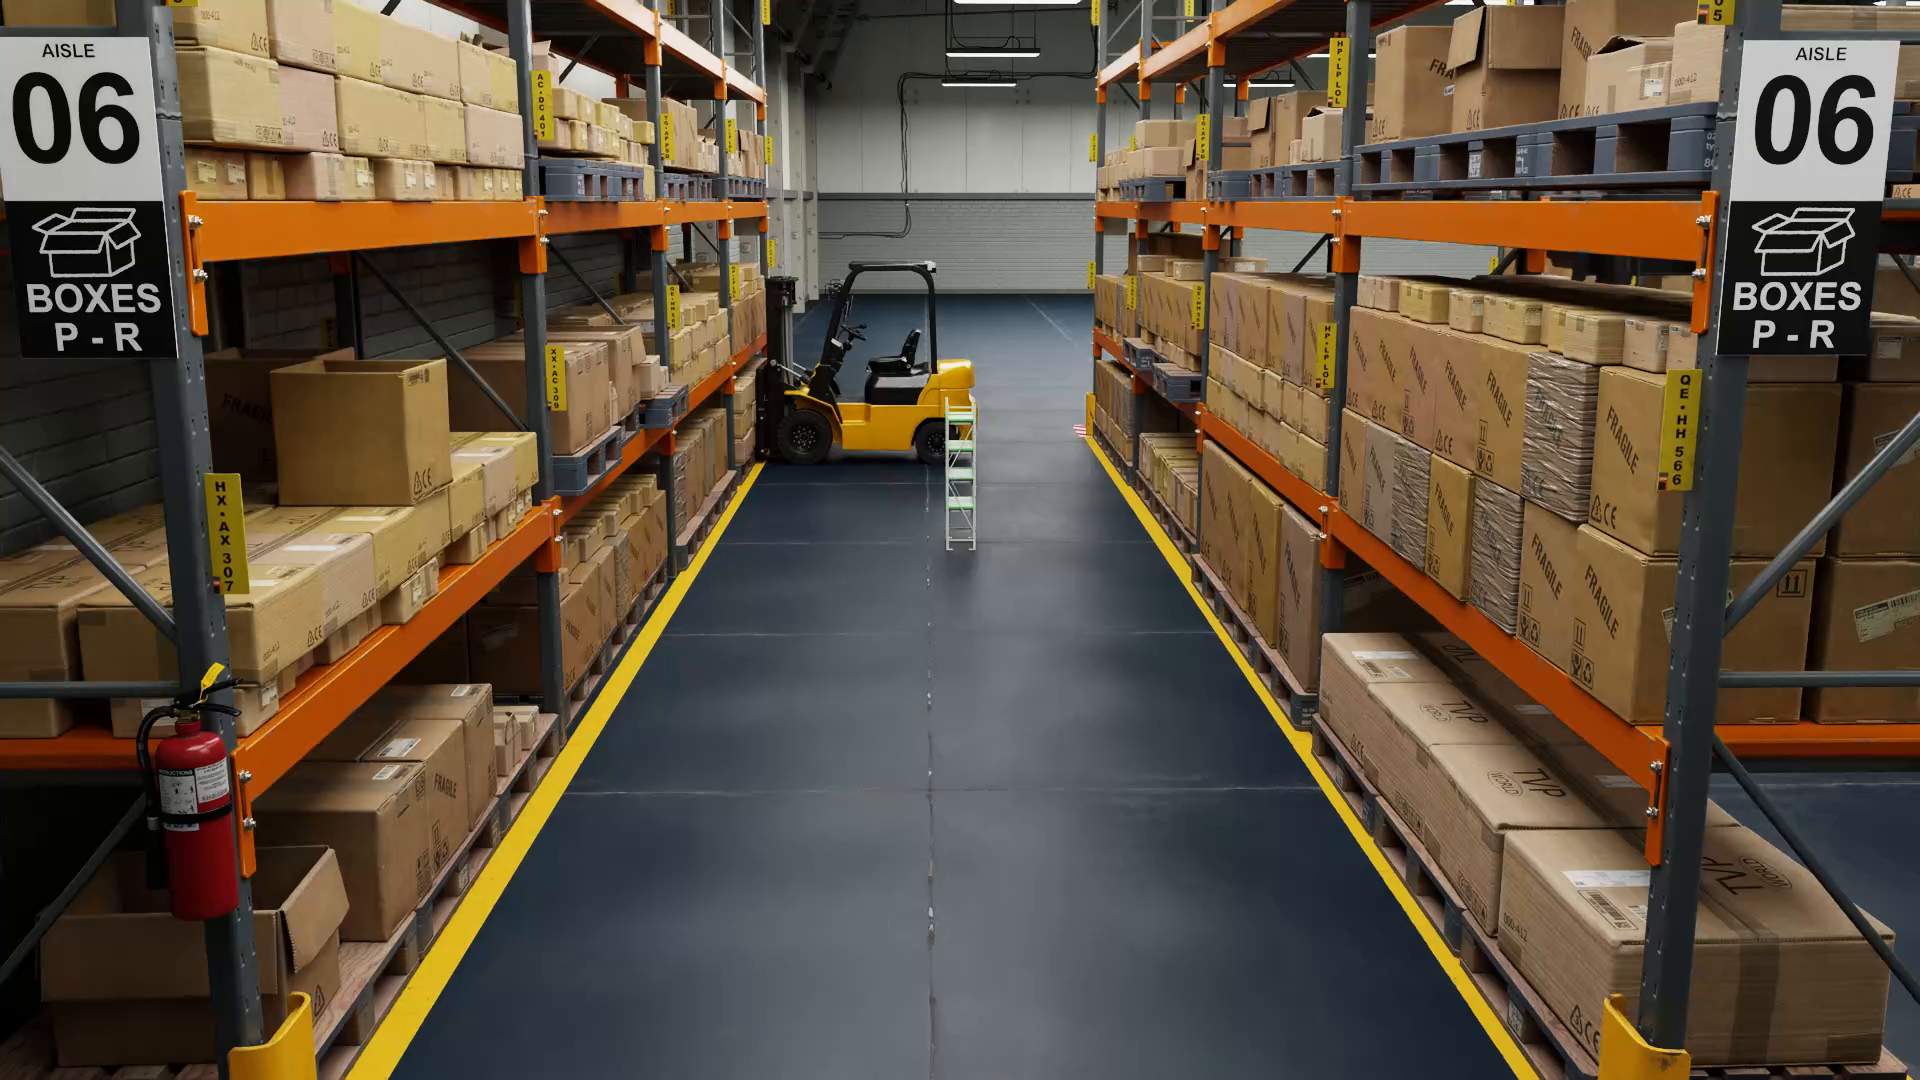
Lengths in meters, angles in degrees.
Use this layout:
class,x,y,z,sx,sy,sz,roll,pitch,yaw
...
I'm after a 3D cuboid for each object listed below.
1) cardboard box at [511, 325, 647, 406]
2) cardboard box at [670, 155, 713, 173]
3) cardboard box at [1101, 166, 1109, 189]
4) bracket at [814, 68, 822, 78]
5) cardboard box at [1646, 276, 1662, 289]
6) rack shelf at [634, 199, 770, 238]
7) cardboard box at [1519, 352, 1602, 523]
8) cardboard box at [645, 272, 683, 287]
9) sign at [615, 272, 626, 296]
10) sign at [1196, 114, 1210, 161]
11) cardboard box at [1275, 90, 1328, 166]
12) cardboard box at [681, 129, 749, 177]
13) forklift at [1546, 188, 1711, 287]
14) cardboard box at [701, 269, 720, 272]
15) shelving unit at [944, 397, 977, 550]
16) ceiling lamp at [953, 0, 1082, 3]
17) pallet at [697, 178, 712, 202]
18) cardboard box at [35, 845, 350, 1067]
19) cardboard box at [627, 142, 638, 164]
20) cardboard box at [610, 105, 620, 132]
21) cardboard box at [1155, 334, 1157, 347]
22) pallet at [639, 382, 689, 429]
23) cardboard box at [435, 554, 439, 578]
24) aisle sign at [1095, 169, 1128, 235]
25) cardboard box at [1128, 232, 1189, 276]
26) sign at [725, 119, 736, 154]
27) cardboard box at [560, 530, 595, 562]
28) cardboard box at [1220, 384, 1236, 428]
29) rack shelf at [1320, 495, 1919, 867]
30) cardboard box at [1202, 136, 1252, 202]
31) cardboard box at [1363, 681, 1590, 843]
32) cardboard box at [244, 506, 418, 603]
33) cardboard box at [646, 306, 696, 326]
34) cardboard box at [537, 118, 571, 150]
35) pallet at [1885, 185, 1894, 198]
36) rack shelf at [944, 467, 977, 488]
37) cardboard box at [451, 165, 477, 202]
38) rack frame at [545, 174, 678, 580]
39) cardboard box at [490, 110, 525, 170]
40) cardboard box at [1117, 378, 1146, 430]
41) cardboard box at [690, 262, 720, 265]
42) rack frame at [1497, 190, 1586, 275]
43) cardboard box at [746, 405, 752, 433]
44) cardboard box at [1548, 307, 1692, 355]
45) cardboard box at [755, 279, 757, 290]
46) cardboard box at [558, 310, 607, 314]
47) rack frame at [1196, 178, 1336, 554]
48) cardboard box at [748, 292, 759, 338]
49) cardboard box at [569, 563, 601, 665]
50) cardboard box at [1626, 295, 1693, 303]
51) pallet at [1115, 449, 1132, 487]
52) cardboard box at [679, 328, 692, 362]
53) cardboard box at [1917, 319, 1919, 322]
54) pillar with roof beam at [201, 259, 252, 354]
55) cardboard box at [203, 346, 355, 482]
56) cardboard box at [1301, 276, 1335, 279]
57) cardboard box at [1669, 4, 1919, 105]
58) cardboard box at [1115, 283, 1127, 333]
class,x,y,z,sx,sy,sz,roll,pitch,yaw
cardboard box,-2.436,-1.111,10.675,0.797,0.503,0.637,-1,11,-2
cardboard box,-2.411,-3.358,14.846,0.380,0.149,0.250,0,11,-1
cardboard box,1.887,-4.131,18.961,0.500,0.250,0.500,0,11,-2
bracket,-3.910,-12.701,44.977,0.076,0.066,4.783,0,11,-1
cardboard box,7.199,-2.711,16.786,0.875,0.550,0.550,0,11,-1
rack shelf,-2.779,-3.489,17.975,1.077,0.370,4.000,0,11,-1
cardboard box,2.185,-0.347,5.458,0.500,0.500,0.500,0,11,-1
cardboard box,-3.029,-2.651,16.951,0.380,0.149,0.250,0,11,-2
sign,-3.292,-2.434,16.136,0.100,0.325,0.005,0,11,-1
sign,1.765,-2.921,12.068,0.100,0.325,0.005,0,11,-1
cardboard box,2.518,-2.728,11.111,0.700,0.500,0.500,-1,11,-4
cardboard box,-2.672,-4.137,17.793,0.797,0.503,0.637,0,11,1
forklift,4.995,-1.166,12.436,1.130,2.935,3.031,0,11,2
cardboard box,-2.553,-2.806,17.717,0.380,0.149,0.250,0,11,-1
shelving unit,0.003,-0.555,13.778,0.258,1.200,0.503,0,11,-1
ceiling lamp,0.887,-9.933,25.705,2.000,3.185,0.800,0,11,-1
pallet,-2.706,-3.174,15.099,0.805,0.209,1.217,-1,11,-3
cardboard box,-2.407,1.308,5.292,0.797,0.503,0.637,-1,11,-3
cardboard box,-2.421,-2.649,11.403,0.380,0.149,0.250,-1,11,-2
cardboard box,-2.230,-2.498,9.858,0.380,0.149,0.250,0,11,-1
cardboard box,1.963,-1.809,15.008,0.380,0.149,0.250,0,11,0
pallet,-2.570,-0.950,11.679,1.213,0.211,1.003,0,11,-1
cardboard box,-2.299,0.109,6.609,0.380,0.149,0.250,0,11,-1
aisle sign,1.831,-4.075,20.062,0.394,0.787,0.004,0,11,-1
cardboard box,2.371,-3.374,19.631,0.700,0.500,0.500,-1,11,-3
sign,-2.195,-3.855,15.882,0.100,0.325,0.005,0,11,-1
cardboard box,-2.400,0.036,9.938,0.380,0.149,0.250,0,11,-1
cardboard box,2.095,-0.926,11.455,0.500,0.250,0.500,-1,11,-3
rack shelf,2.432,0.346,6.620,1.077,0.370,4.000,0,11,-1
cardboard box,2.298,-2.907,13.048,0.700,0.500,0.500,0,11,-1
cardboard box,2.315,0.949,7.226,0.875,0.438,0.875,-1,11,-3
cardboard box,-2.254,0.047,5.910,0.500,0.250,0.500,0,11,-2
cardboard box,-2.404,-1.866,13.831,0.380,0.149,0.250,0,11,0
cardboard box,-2.181,-2.046,8.379,0.380,0.149,0.250,0,11,0
pallet,7.188,-2.745,12.977,1.213,0.211,1.003,0,11,1
rack shelf,0.003,-0.492,13.790,0.258,0.148,0.480,0,11,-1
cardboard box,-2.270,-1.509,7.040,0.380,0.149,0.250,0,11,-1
rack frame,-2.655,-1.178,12.323,1.000,3.000,0.127,0,11,-1
cardboard box,-2.312,-1.831,7.623,0.500,0.250,0.500,0,11,-1
cardboard box,1.932,-1.438,17.576,0.500,0.500,0.500,0,11,0
cardboard box,-3.027,-3.214,19.724,0.380,0.149,0.250,0,11,-2
rack frame,7.089,-2.830,20.465,1.000,3.000,0.127,0,11,-1
cardboard box,-2.451,-1.274,17.398,0.500,0.250,0.500,0,11,-1
cardboard box,2.183,-0.688,5.509,0.380,0.149,0.250,0,11,0
cardboard box,-2.554,-2.965,19.248,0.380,0.149,0.250,0,11,0
cardboard box,-3.000,-1.761,13.311,0.380,0.149,0.250,0,11,-2
rack frame,2.308,-1.199,12.427,1.000,3.000,0.127,0,11,-1
cardboard box,-2.535,-2.516,18.664,0.500,0.500,0.500,0,11,-2
cardboard box,-2.378,0.433,9.610,0.500,0.500,0.500,0,11,-2
cardboard box,2.753,-0.846,6.288,0.380,0.149,0.250,-1,11,-3
pallet,2.176,-0.761,17.281,1.003,0.211,1.213,0,11,-1
cardboard box,-2.429,-1.539,13.218,0.500,0.250,0.500,0,11,1
cardboard box,7.071,-1.521,12.089,0.380,0.149,0.250,0,11,-1
pillar with roof beam,0.845,-3.199,7.194,9.100,9.000,0.400,0,11,-1
cardboard box,-2.807,-0.526,6.850,0.500,0.500,0.500,-1,11,-3
cardboard box,2.599,-1.535,11.314,0.500,0.500,0.500,0,11,0
cardboard box,2.374,-1.350,4.693,0.500,0.250,0.500,-1,12,-6
cardboard box,1.935,-2.482,17.750,0.500,0.500,0.500,0,11,0
